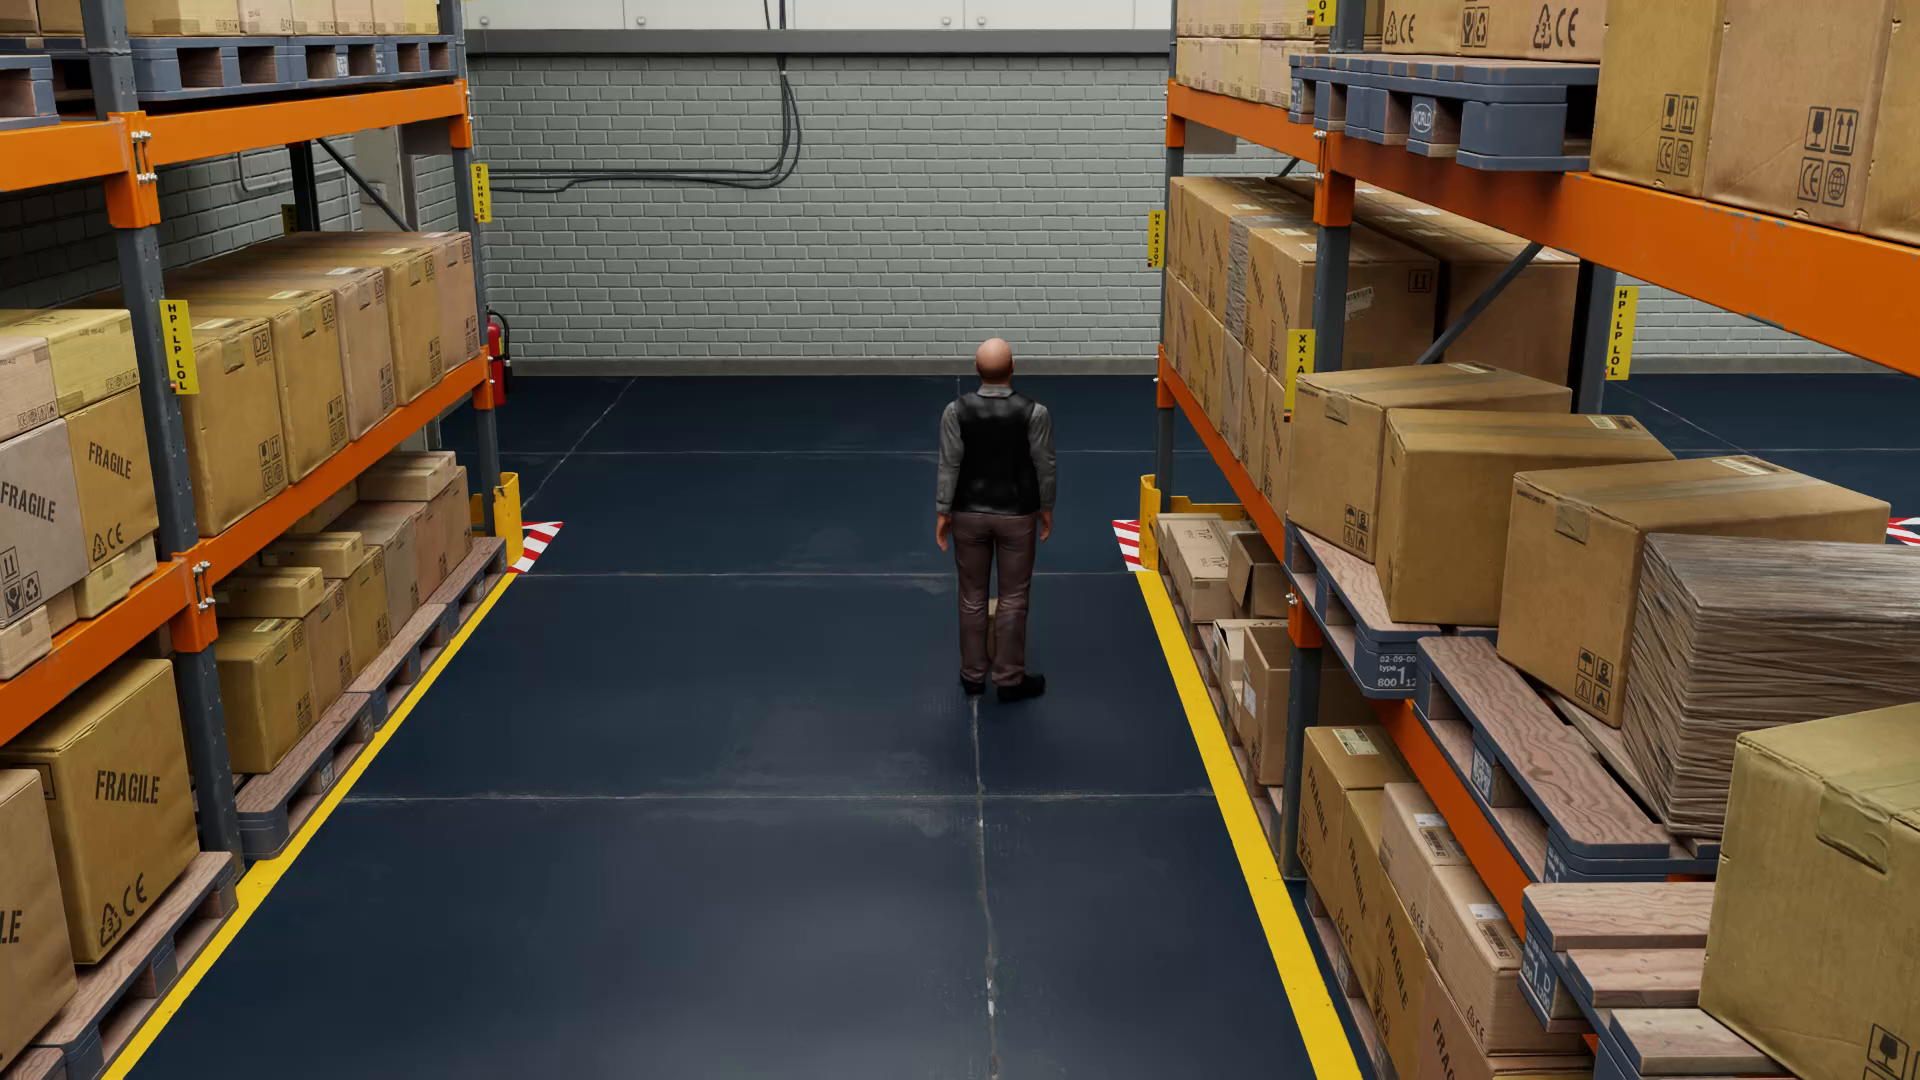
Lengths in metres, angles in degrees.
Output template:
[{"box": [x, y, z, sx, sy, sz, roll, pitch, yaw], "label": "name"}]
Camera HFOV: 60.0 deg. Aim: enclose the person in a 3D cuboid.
[{"box": [0.174, -0.108, 7.880, 0.561, 1.721, 0.384, 2, 17, 6], "label": "person"}]
